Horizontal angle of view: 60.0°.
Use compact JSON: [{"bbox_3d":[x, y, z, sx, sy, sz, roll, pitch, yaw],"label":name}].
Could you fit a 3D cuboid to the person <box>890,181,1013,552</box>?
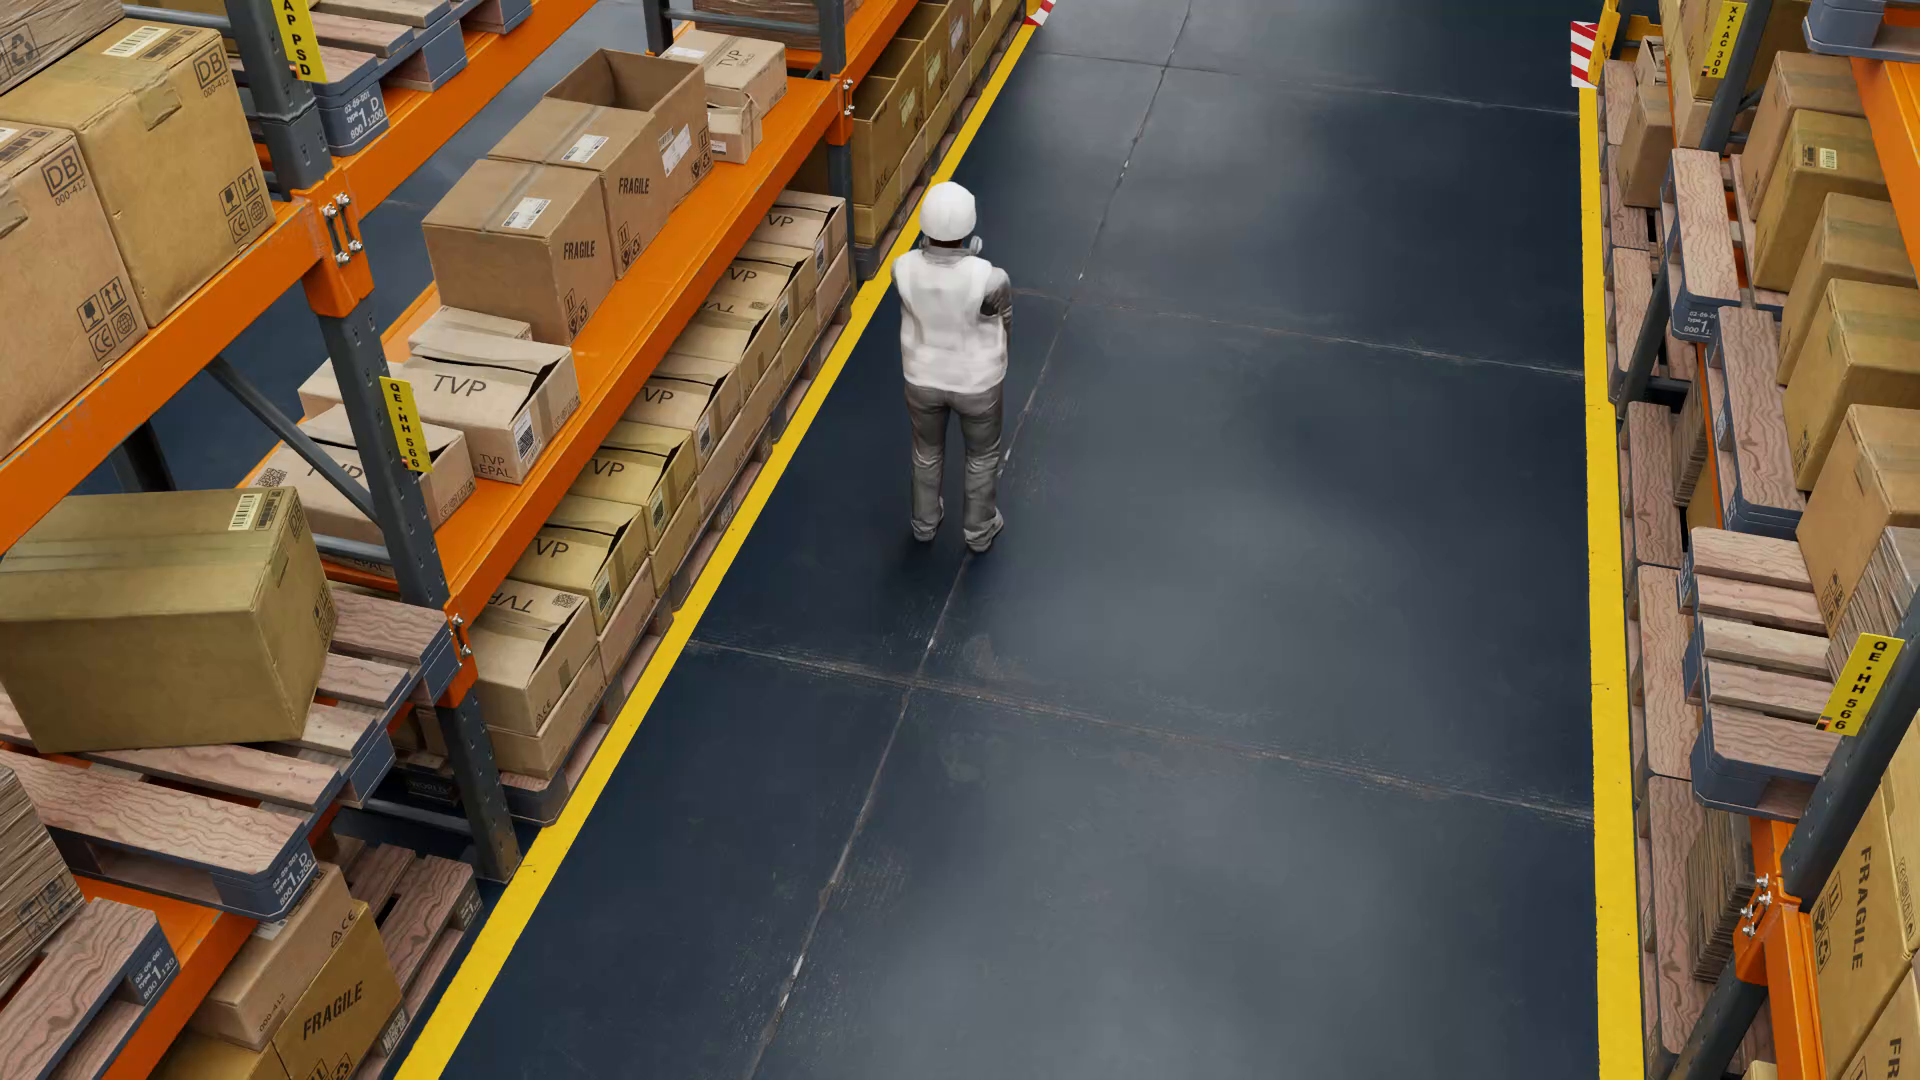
[{"bbox_3d":[-0.009,-0.764,7.028,0.483,1.771,0.550,10,42,11],"label":"person"}]
